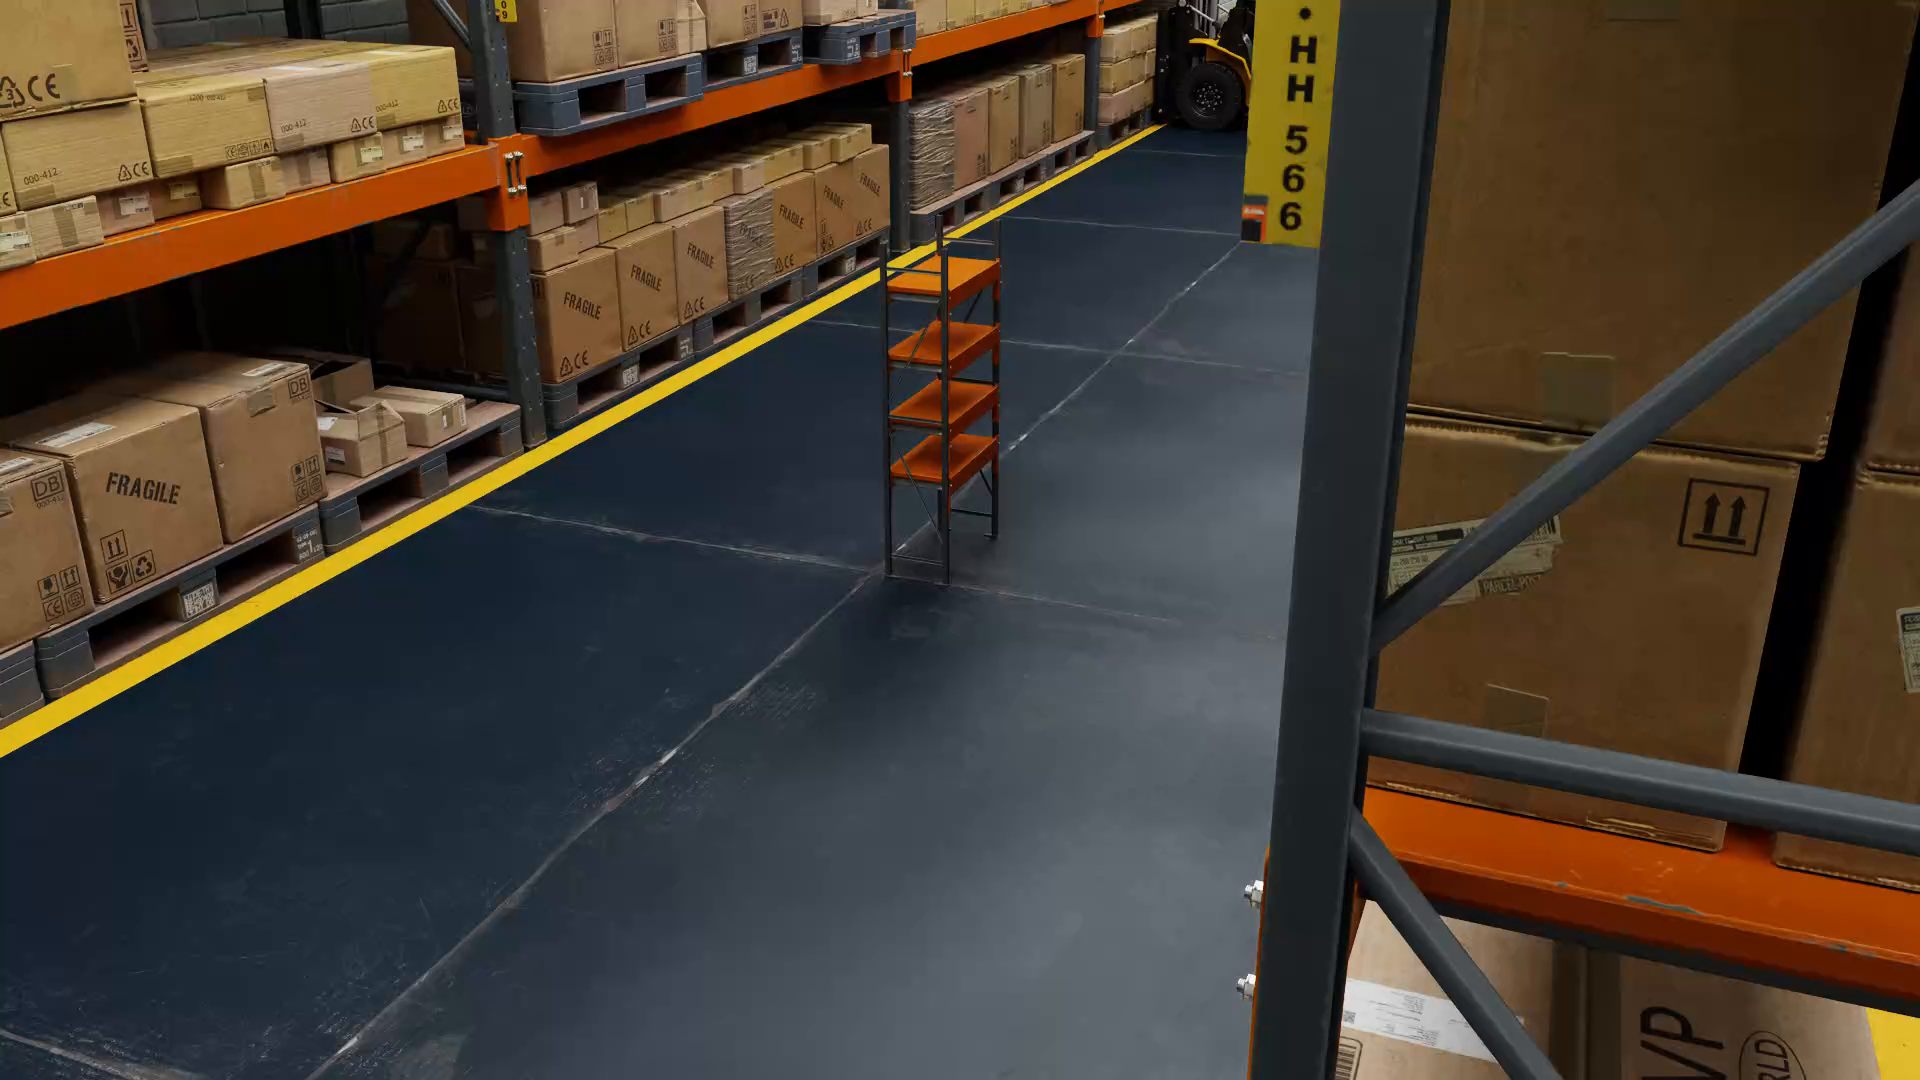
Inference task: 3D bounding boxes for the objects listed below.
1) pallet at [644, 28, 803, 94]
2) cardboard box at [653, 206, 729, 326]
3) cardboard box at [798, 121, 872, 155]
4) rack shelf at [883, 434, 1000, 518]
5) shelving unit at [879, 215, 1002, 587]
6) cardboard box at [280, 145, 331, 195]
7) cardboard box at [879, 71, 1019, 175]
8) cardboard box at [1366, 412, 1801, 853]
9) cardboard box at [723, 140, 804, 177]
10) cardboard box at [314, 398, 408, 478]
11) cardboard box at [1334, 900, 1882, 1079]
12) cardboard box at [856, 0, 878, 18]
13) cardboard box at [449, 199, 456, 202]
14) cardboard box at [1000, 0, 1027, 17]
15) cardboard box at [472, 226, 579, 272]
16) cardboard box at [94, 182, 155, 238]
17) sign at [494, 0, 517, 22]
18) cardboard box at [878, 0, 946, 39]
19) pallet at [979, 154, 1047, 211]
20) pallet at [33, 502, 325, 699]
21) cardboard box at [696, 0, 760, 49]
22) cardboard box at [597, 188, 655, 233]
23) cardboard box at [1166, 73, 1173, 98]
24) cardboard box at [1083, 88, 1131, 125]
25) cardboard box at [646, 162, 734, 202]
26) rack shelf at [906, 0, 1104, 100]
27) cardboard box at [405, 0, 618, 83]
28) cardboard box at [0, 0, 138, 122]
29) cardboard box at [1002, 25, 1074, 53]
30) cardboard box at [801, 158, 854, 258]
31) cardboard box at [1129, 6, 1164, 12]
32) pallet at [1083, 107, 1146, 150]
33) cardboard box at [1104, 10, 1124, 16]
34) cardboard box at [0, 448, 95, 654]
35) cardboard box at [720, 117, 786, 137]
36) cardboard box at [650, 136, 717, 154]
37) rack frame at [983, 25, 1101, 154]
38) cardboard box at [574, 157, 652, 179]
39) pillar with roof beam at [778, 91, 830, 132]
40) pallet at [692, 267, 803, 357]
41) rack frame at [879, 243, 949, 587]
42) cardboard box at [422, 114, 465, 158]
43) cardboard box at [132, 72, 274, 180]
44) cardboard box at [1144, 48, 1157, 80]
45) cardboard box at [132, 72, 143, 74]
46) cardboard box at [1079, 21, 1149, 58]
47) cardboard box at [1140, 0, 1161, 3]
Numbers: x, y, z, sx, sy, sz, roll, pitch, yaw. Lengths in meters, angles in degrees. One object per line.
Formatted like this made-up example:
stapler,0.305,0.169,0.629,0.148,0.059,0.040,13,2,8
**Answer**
pallet,-1.524,-2.510,8.616,1.003,0.211,1.213,9,24,20
cardboard box,-1.525,-1.415,8.443,0.500,0.500,0.500,8,24,18
cardboard box,-0.754,-2.422,10.012,0.380,0.149,0.250,8,24,17
rack shelf,-0.061,-0.249,5.979,0.258,0.148,0.480,9,24,20
shelving unit,-0.061,-0.494,5.877,0.258,1.200,0.503,9,24,20
cardboard box,-2.449,-1.315,5.831,0.380,0.149,0.250,9,24,21
cardboard box,-0.076,-3.090,12.292,0.875,0.625,0.625,8,24,18
cardboard box,0.766,0.021,2.179,0.500,0.500,0.500,9,24,20
cardboard box,-1.106,-2.144,9.347,0.380,0.149,0.250,10,24,22
cardboard box,-2.358,-0.427,6.382,0.396,0.266,0.258,10,25,22
cardboard box,0.985,1.015,2.707,0.875,0.438,0.875,8,24,18
cardboard box,-0.693,-3.083,9.520,0.380,0.149,0.250,9,24,21
cardboard box,-2.247,-1.559,7.948,0.380,0.149,0.250,9,24,21
cardboard box,0.157,-3.899,11.888,0.500,0.250,0.500,10,25,22
cardboard box,-1.911,-1.293,7.312,0.380,0.149,0.250,10,25,23
cardboard box,-2.765,-1.048,5.192,0.380,0.149,0.250,9,24,20
sign,-1.785,-2.188,6.473,0.100,0.325,0.005,9,24,20
cardboard box,-0.414,-3.350,10.572,0.500,0.250,0.500,9,24,20
pallet,-0.009,-2.732,12.517,1.003,0.211,1.213,9,24,20
pallet,-2.999,0.107,5.720,1.003,0.211,1.213,9,24,20
cardboard box,-1.420,-2.711,8.173,0.700,0.500,0.500,9,24,20
cardboard box,-1.706,-1.597,8.039,0.380,0.149,0.250,8,24,19
cardboard box,1.725,-4.326,15.737,0.500,0.250,0.500,10,25,22
cardboard box,1.167,-3.777,14.423,0.500,0.250,0.500,9,24,21
cardboard box,-1.411,-1.870,8.693,0.380,0.149,0.250,9,24,20
rack shelf,-0.063,-3.679,12.099,1.077,0.370,4.000,9,24,20
cardboard box,-1.904,-2.245,7.057,0.700,0.500,0.500,9,24,21
cardboard box,-2.802,-1.507,4.801,0.500,0.500,0.500,9,24,21
cardboard box,0.683,-4.317,14.418,0.500,0.250,0.500,9,24,21
cardboard box,-0.959,-1.976,9.786,0.500,0.500,0.500,8,24,19
cardboard box,1.922,-4.969,15.980,0.500,0.250,0.500,9,24,21
pallet,1.014,-3.718,14.878,1.003,0.211,1.213,9,24,20
cardboard box,1.237,-4.860,15.719,0.500,0.250,0.500,8,24,19
cardboard box,-3.108,0.022,5.004,0.700,0.500,0.500,10,25,22
cardboard box,-1.289,-2.493,10.182,0.380,0.149,0.250,10,25,23
cardboard box,-1.617,-2.217,9.522,0.380,0.149,0.250,8,24,18
rack frame,0.680,-4.726,13.673,1.000,3.000,0.127,9,24,20
cardboard box,-1.859,-1.932,8.839,0.380,0.149,0.250,8,24,18
pillar with roof beam,2.839,-6.042,9.040,9.100,9.000,0.400,9,24,20
pallet,-1.573,-1.311,9.116,1.003,0.211,1.213,9,24,20
rack frame,-0.152,-0.407,5.668,0.240,1.200,0.015,9,24,20
cardboard box,-2.175,-1.597,6.508,0.380,0.149,0.250,9,24,21
cardboard box,-2.624,-1.356,5.414,0.500,0.250,0.500,9,24,20
cardboard box,1.529,-4.370,15.193,0.500,0.250,0.500,9,24,20
cardboard box,-3.099,-1.428,5.586,0.500,0.250,0.500,9,24,21
cardboard box,1.351,-4.422,14.671,0.500,0.250,0.500,9,24,20
cardboard box,1.812,-5.399,17.010,0.500,0.250,0.500,8,24,19
